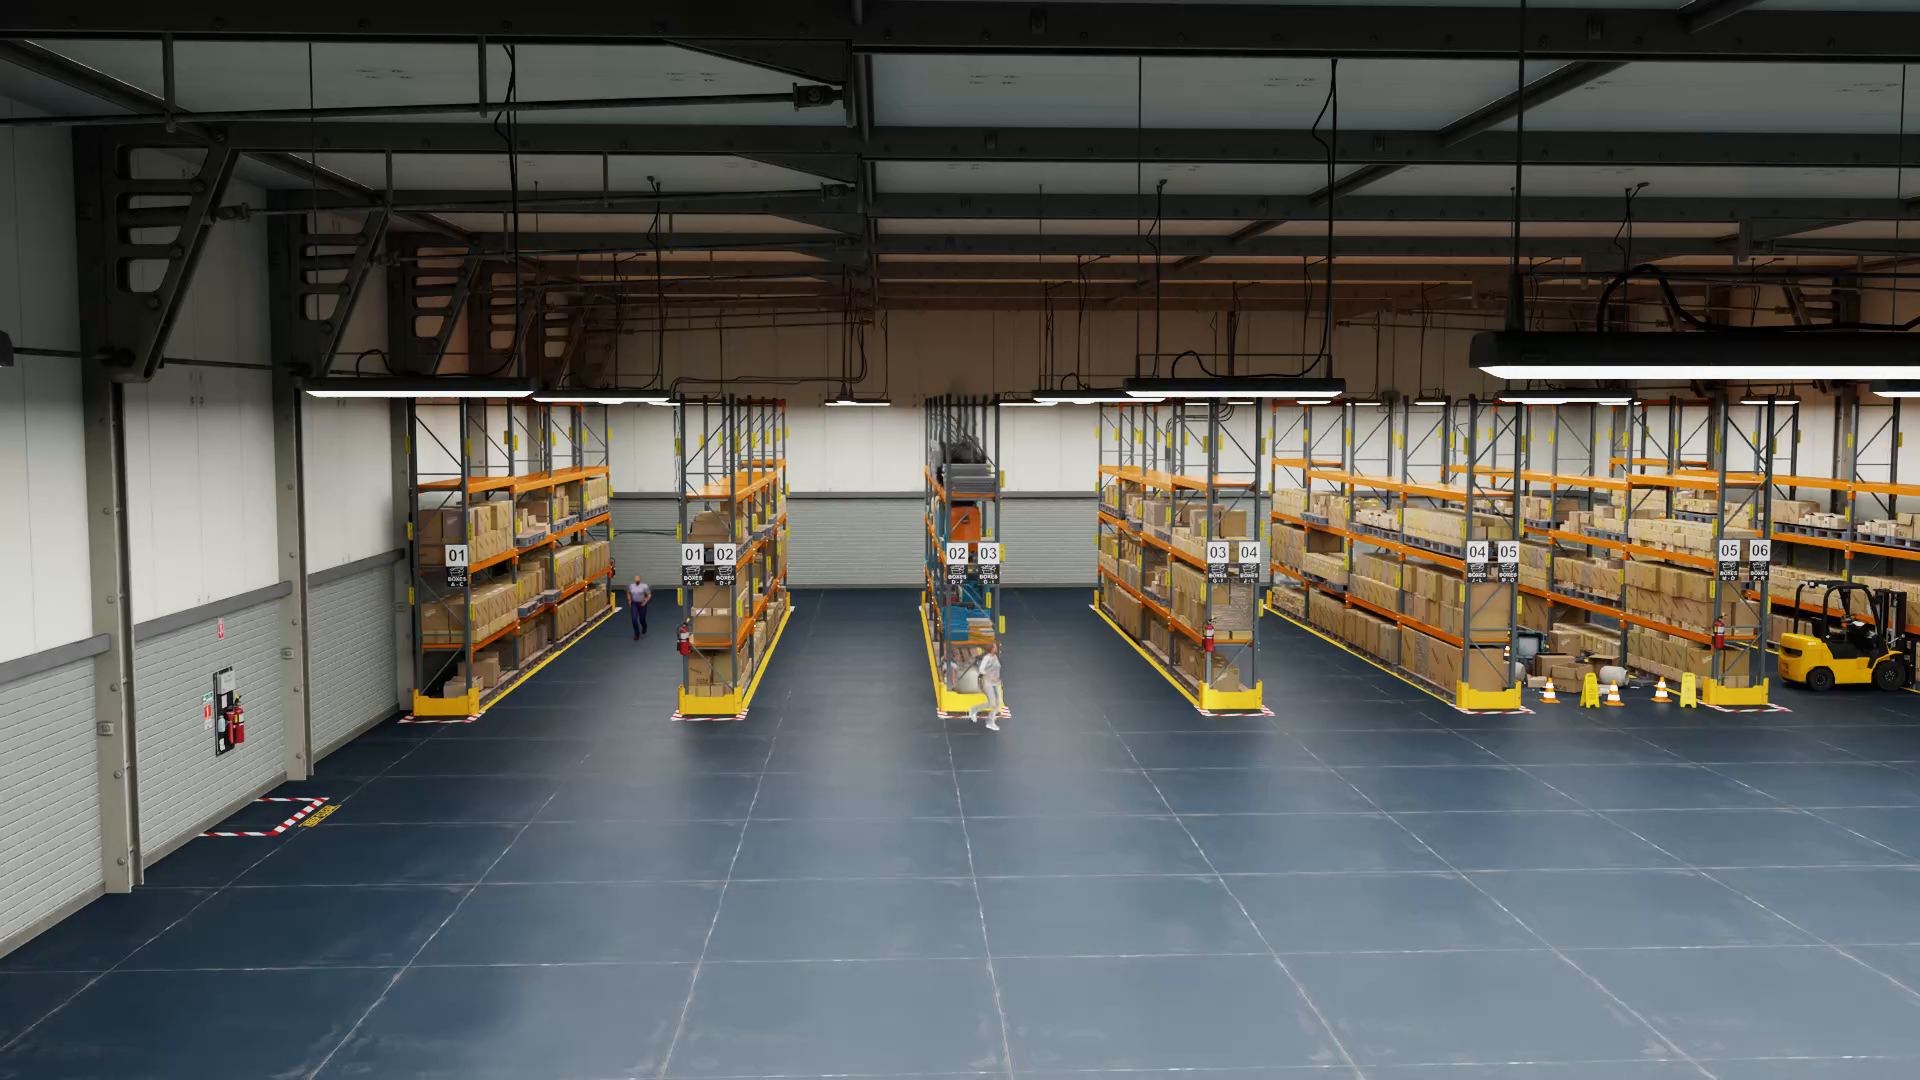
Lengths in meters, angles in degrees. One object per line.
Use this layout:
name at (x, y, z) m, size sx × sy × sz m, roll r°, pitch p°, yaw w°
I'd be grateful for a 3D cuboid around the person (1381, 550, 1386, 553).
person at (12.599, 1.064, 49.255) m, size 0.575 × 1.571 × 0.529 m, roll 1°, pitch 5°, yaw 7°

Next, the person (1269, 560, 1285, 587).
person at (9.496, 0.942, 49.229) m, size 0.705 × 1.824 × 0.632 m, roll -3°, pitch 5°, yaw -30°

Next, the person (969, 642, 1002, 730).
person at (0.492, 2.599, 29.850) m, size 0.616 × 1.567 × 0.561 m, roll 2°, pitch 5°, yaw 29°

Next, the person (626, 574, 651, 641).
person at (-7.999, 1.657, 41.411) m, size 0.618 × 1.618 × 0.742 m, roll 0°, pitch 5°, yaw -3°
